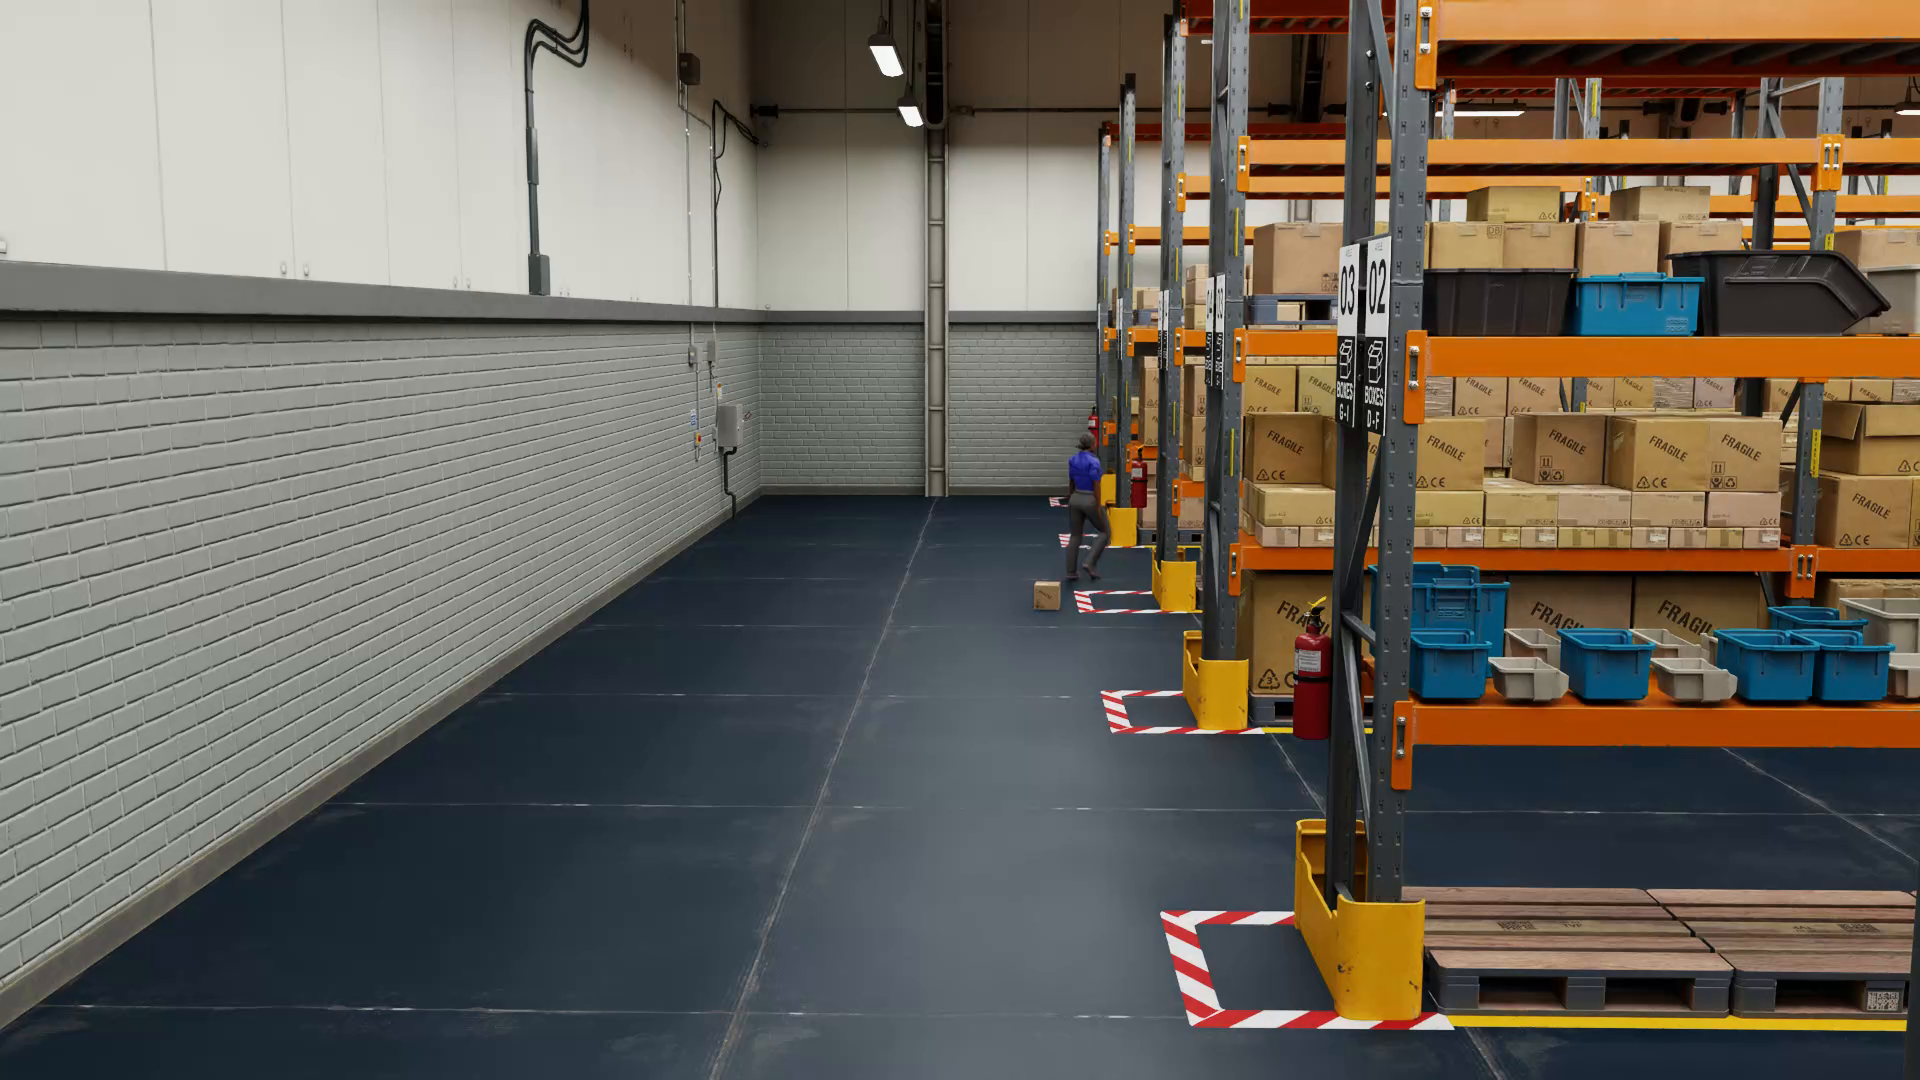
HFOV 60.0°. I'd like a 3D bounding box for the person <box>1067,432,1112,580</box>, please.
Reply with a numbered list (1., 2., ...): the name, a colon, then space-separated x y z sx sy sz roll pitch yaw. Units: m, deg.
1. person: 1.427 -0.367 18.634 0.507 1.663 0.468 6 9 37
